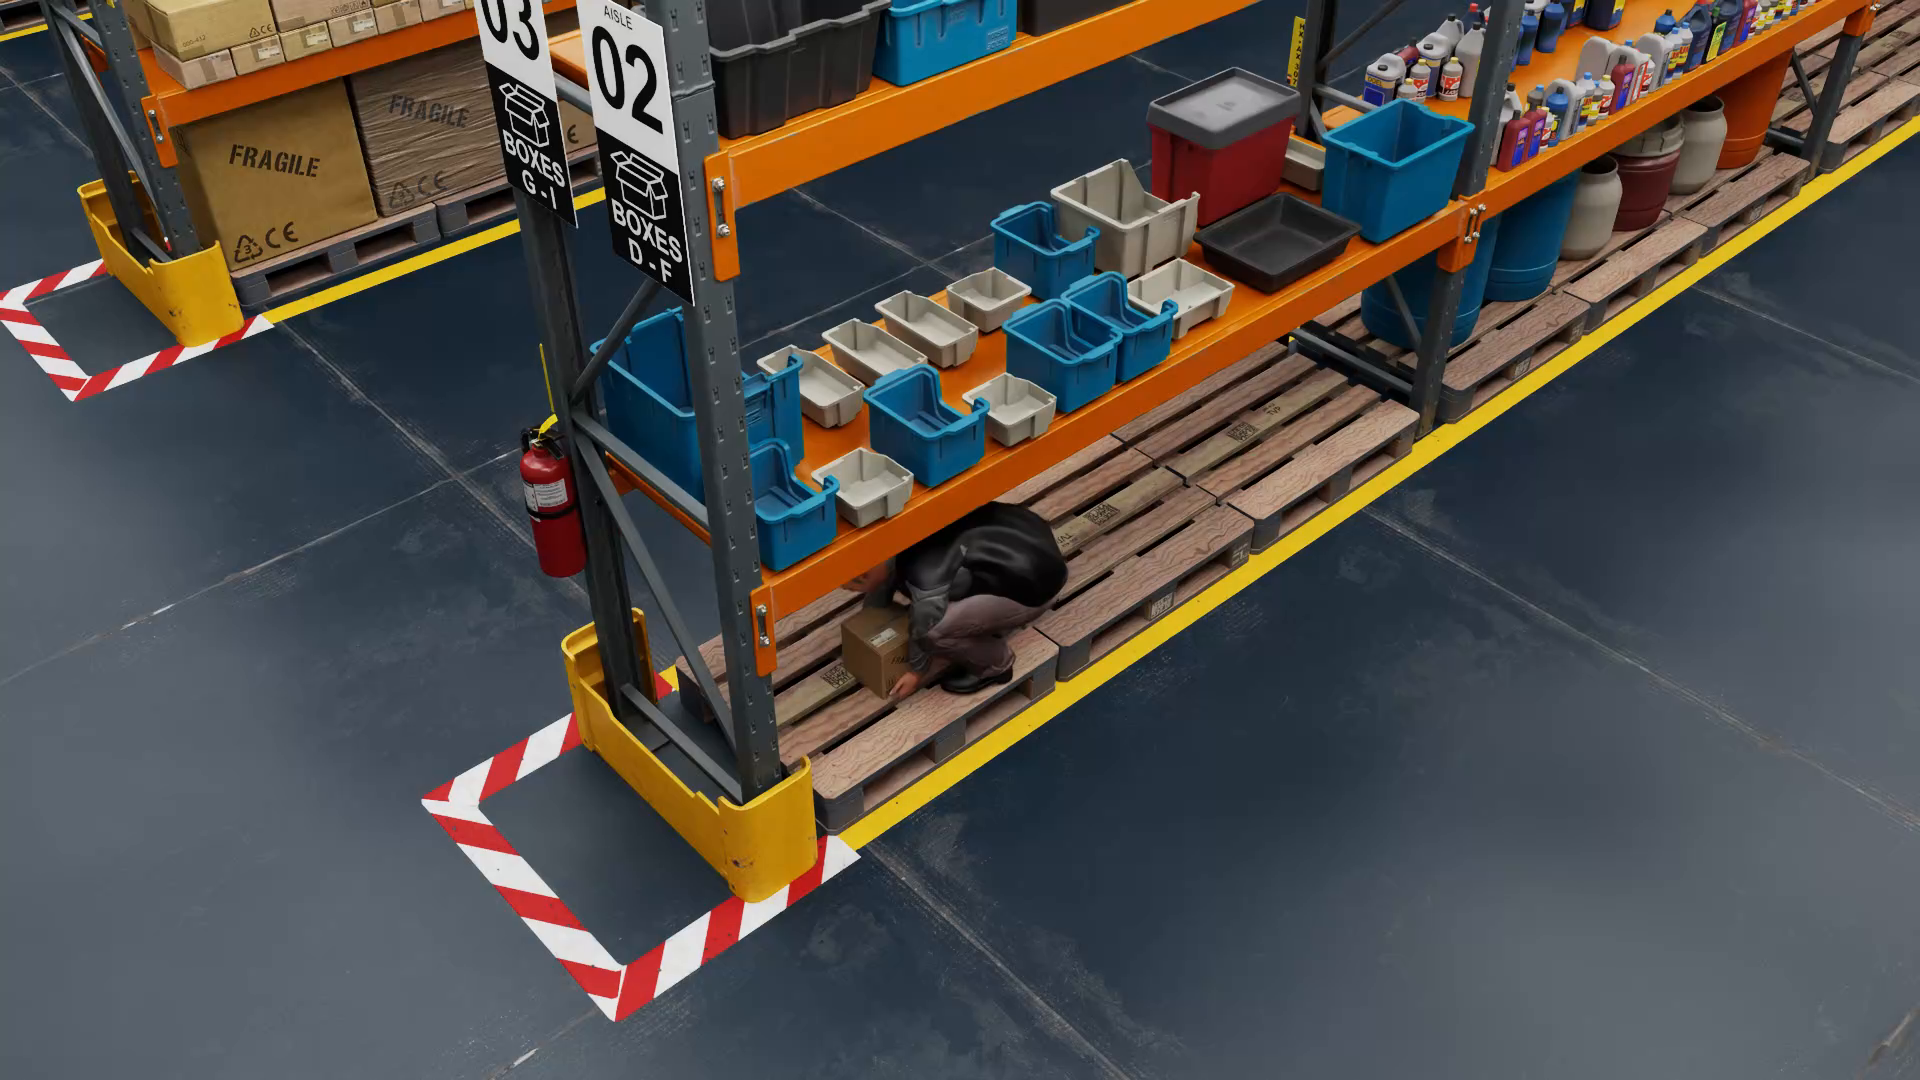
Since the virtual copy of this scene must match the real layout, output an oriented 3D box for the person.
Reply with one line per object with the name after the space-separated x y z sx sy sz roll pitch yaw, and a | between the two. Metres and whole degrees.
-0.057 0.232 6.406 0.926 0.814 0.502 -7 40 -9 | person
